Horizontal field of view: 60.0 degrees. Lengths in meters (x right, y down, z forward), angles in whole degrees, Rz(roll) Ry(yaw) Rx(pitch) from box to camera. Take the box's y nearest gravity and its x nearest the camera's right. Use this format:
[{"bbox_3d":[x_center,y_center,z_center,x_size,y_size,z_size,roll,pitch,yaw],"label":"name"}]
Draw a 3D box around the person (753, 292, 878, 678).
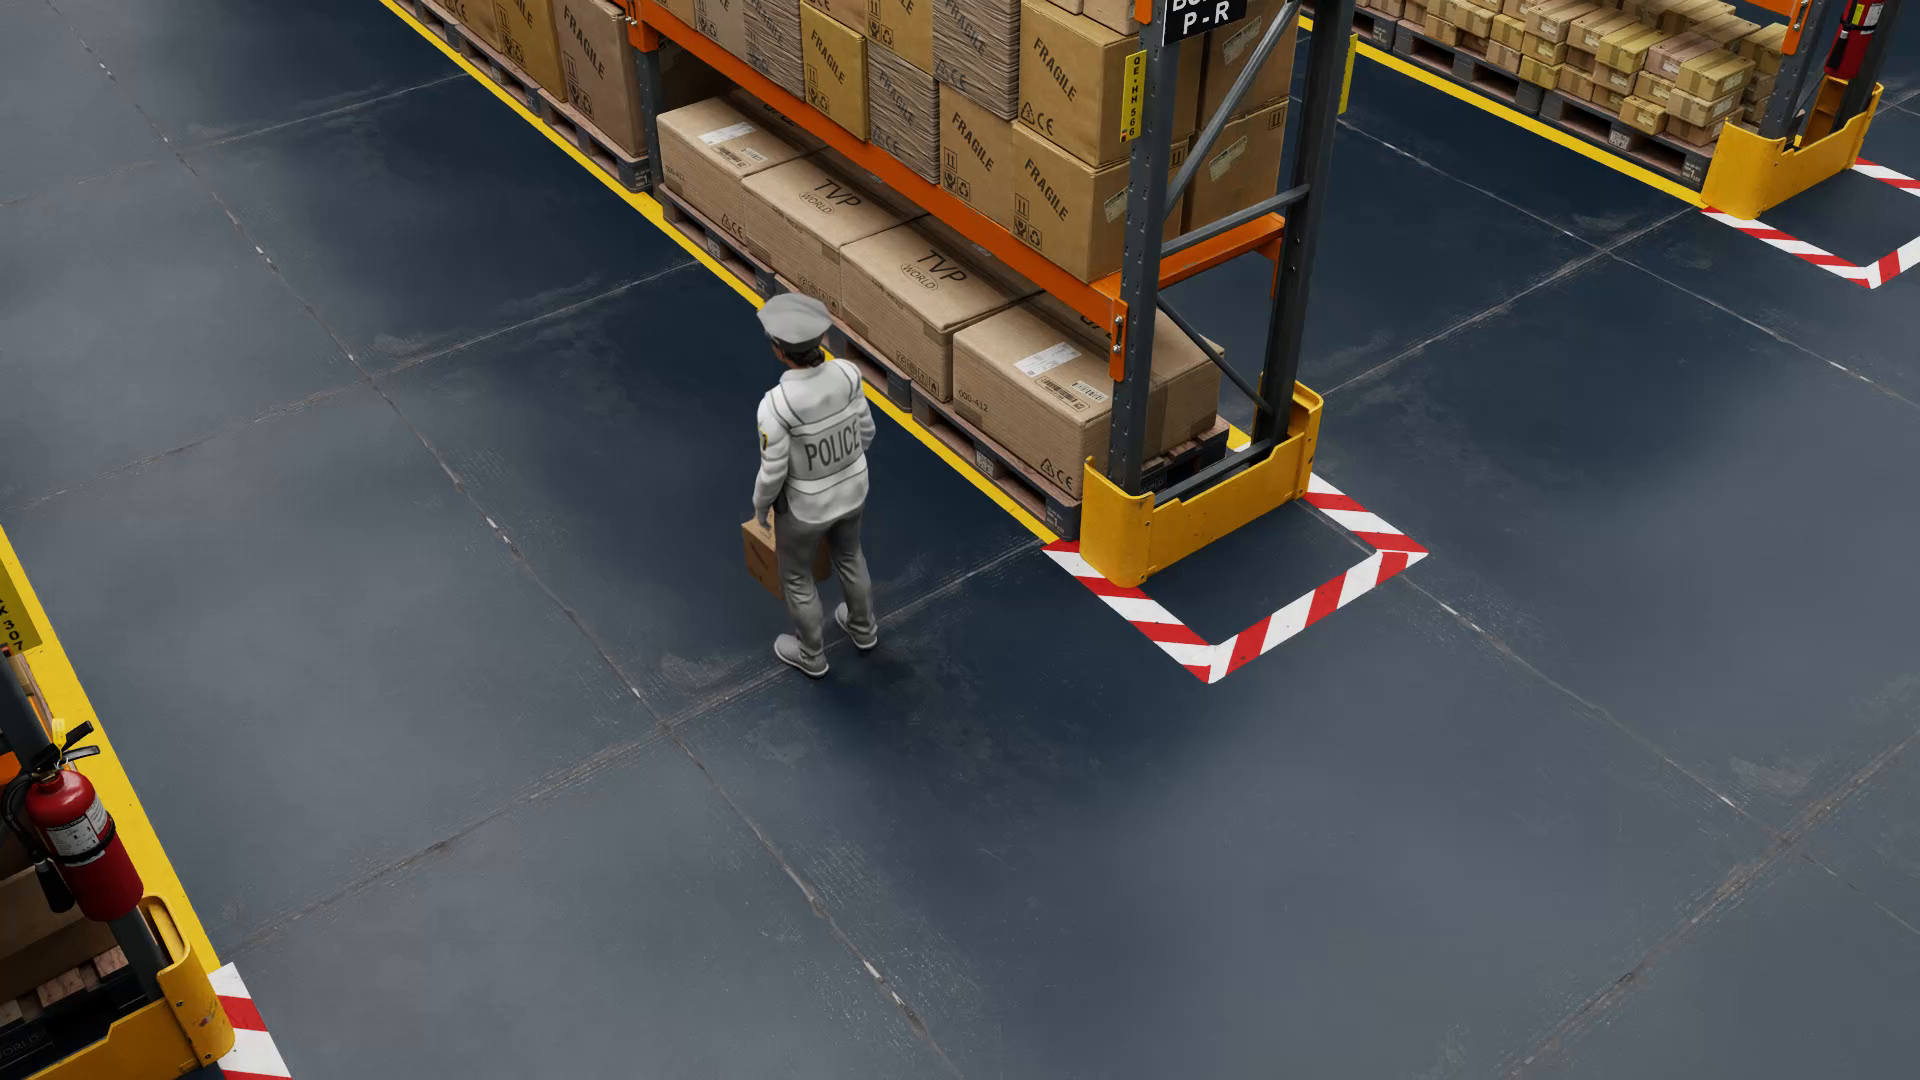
[{"bbox_3d":[-0.547,-0.165,6.343,0.510,1.669,0.359,-28,48,-29],"label":"person"}]
